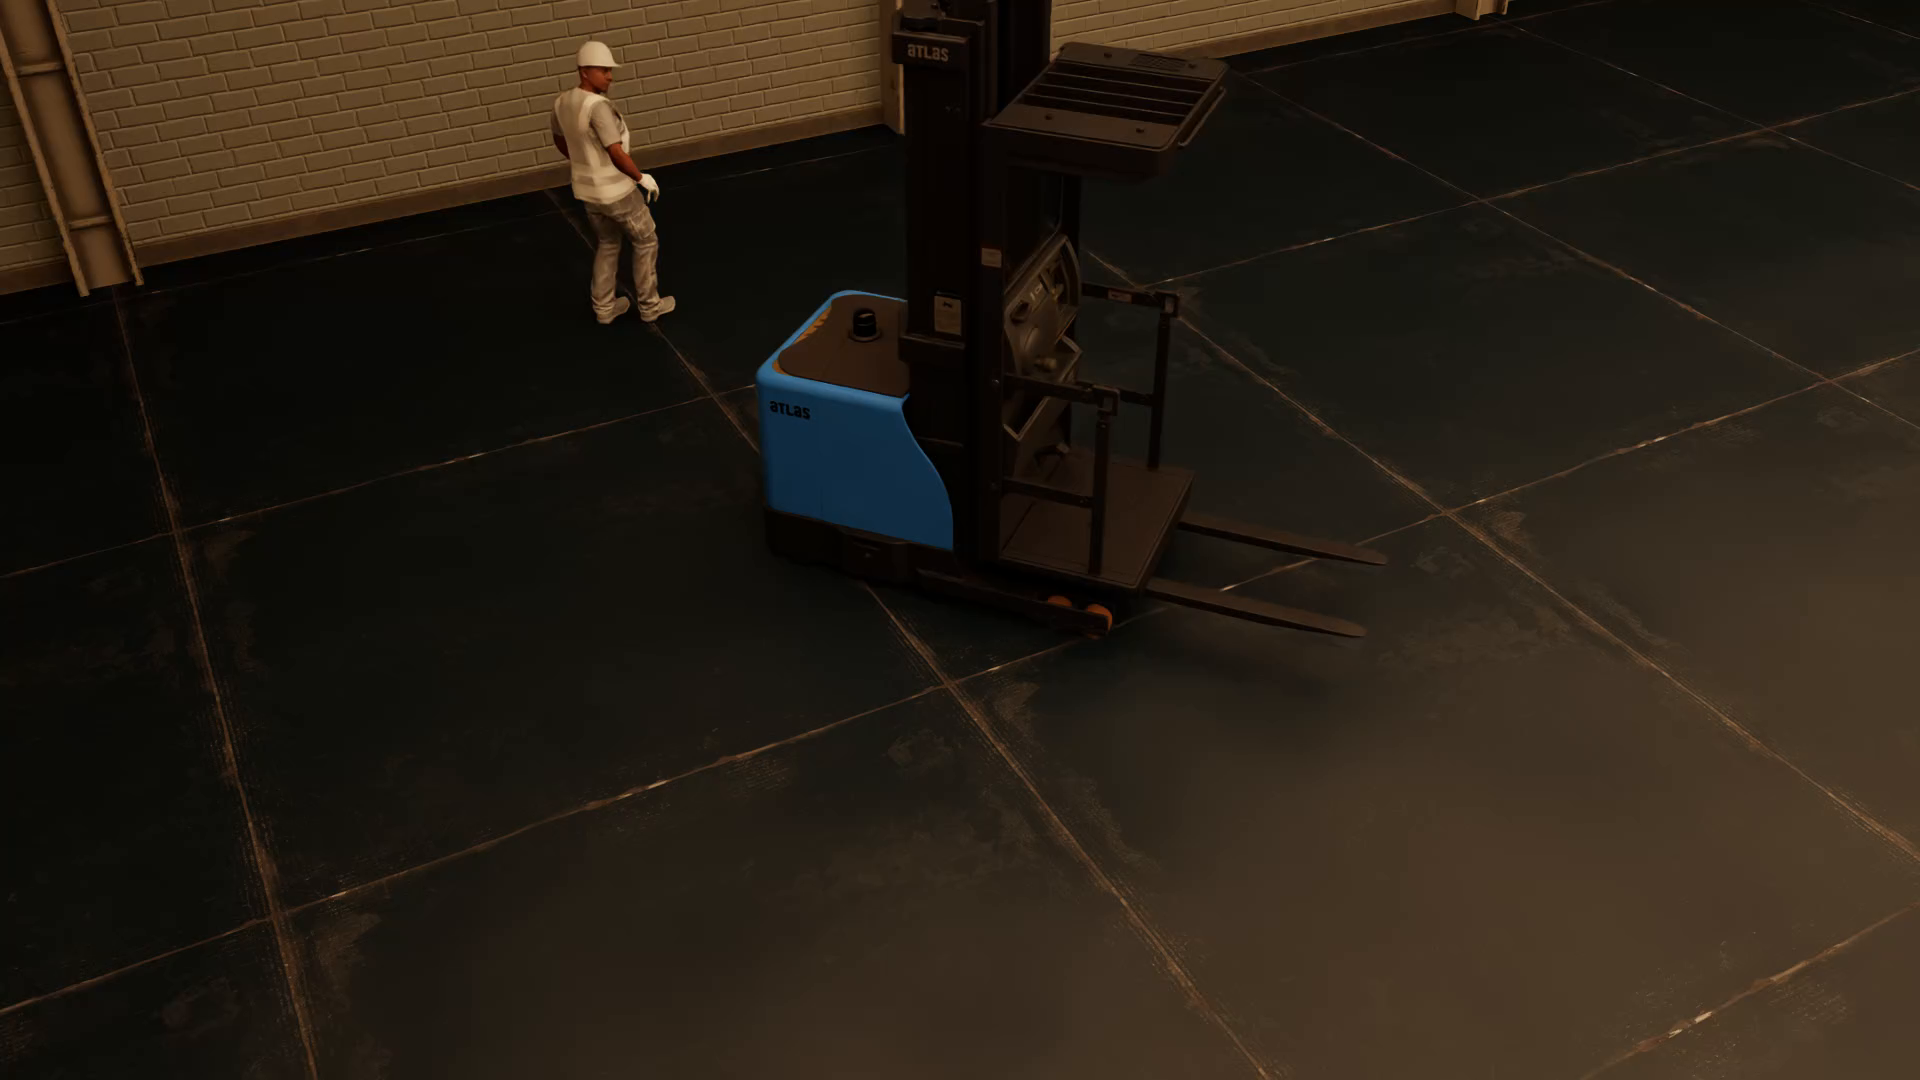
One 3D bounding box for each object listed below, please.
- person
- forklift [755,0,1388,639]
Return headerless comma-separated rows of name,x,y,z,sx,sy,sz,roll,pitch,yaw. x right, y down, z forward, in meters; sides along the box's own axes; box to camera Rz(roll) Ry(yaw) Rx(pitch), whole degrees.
person,-2.138,-2.189,10.244,0.770,1.752,0.513,24,42,30
forklift,0.570,-1.070,7.637,3.031,2.935,1.130,13,37,17
